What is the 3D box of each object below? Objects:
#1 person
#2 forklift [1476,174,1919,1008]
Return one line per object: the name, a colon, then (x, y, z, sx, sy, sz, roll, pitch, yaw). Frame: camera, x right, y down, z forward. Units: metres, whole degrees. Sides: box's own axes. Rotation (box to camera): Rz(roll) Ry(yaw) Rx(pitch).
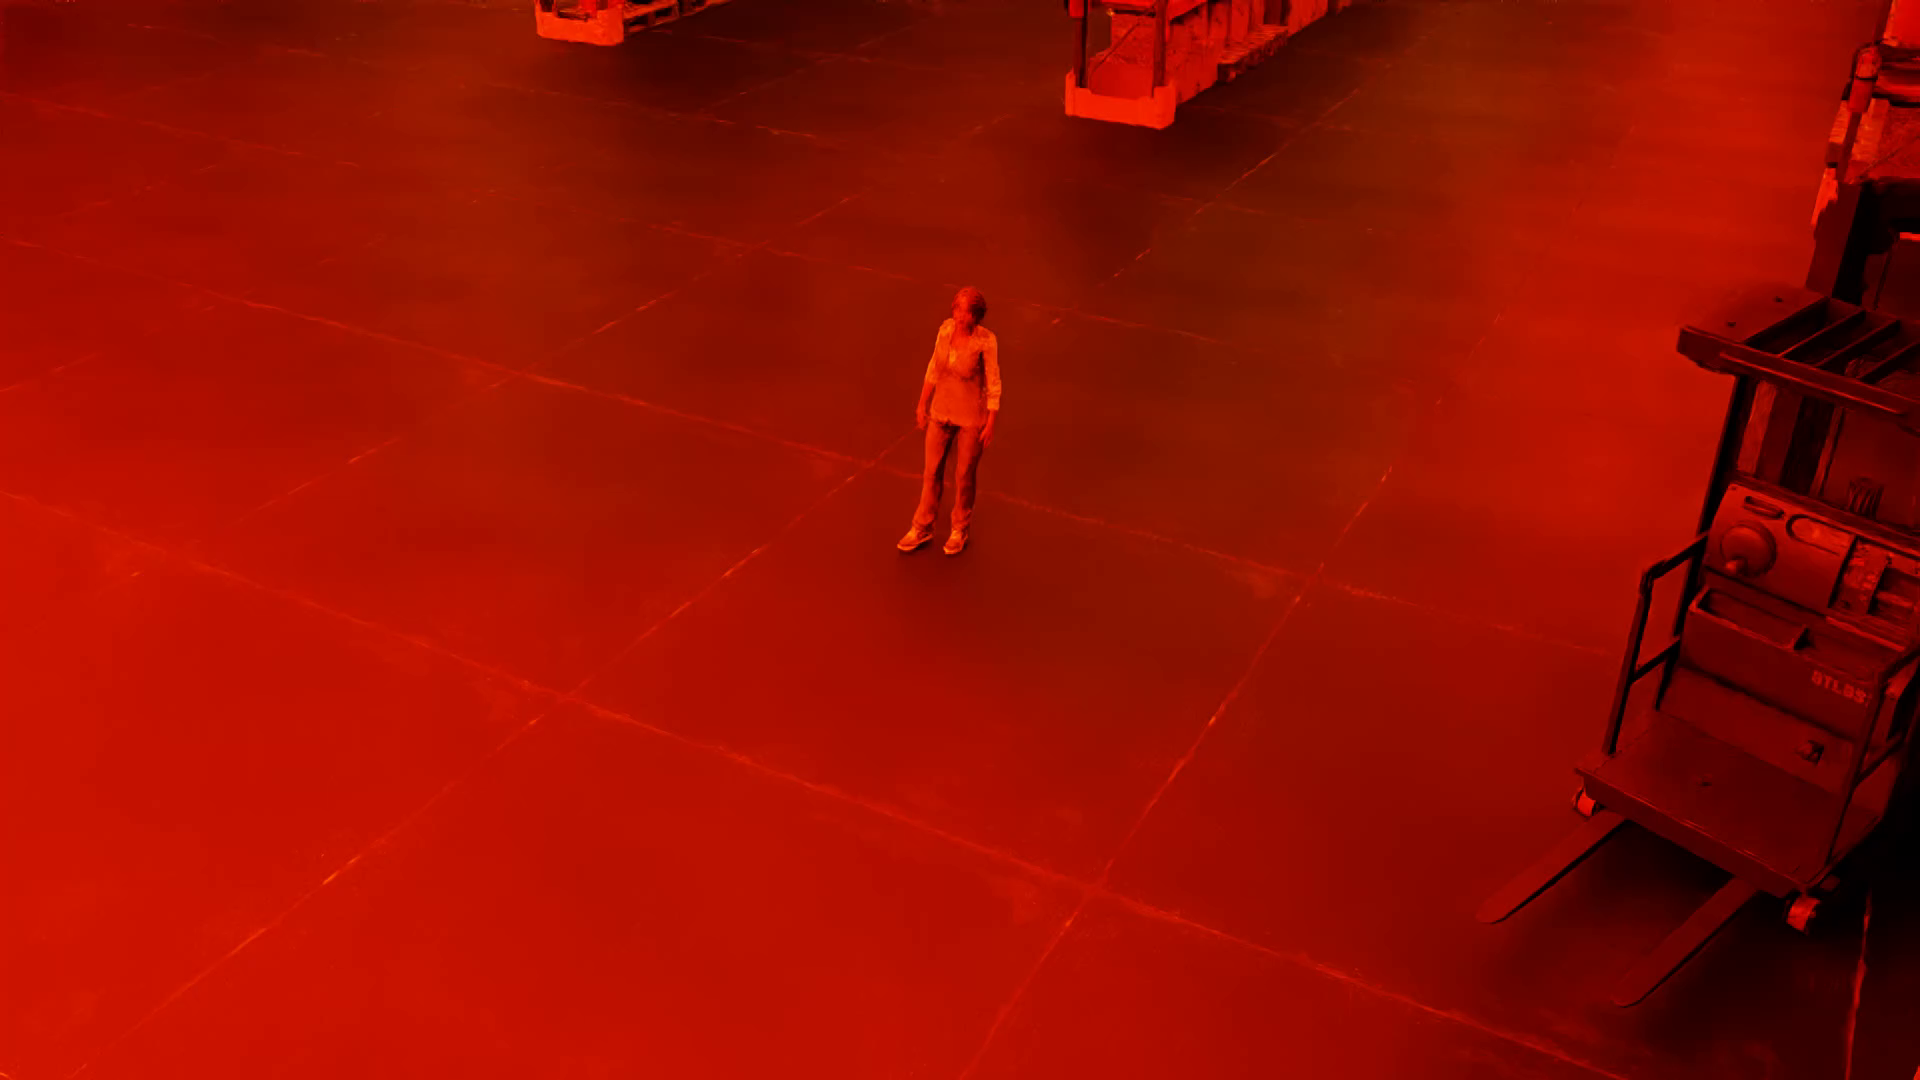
person: (-0.048, -0.669, 9.550, 0.521, 1.597, 0.474, 15, 33, 25)
forklift: (3.489, 0.107, 6.885, 3.031, 2.935, 1.130, -24, 37, -35)
